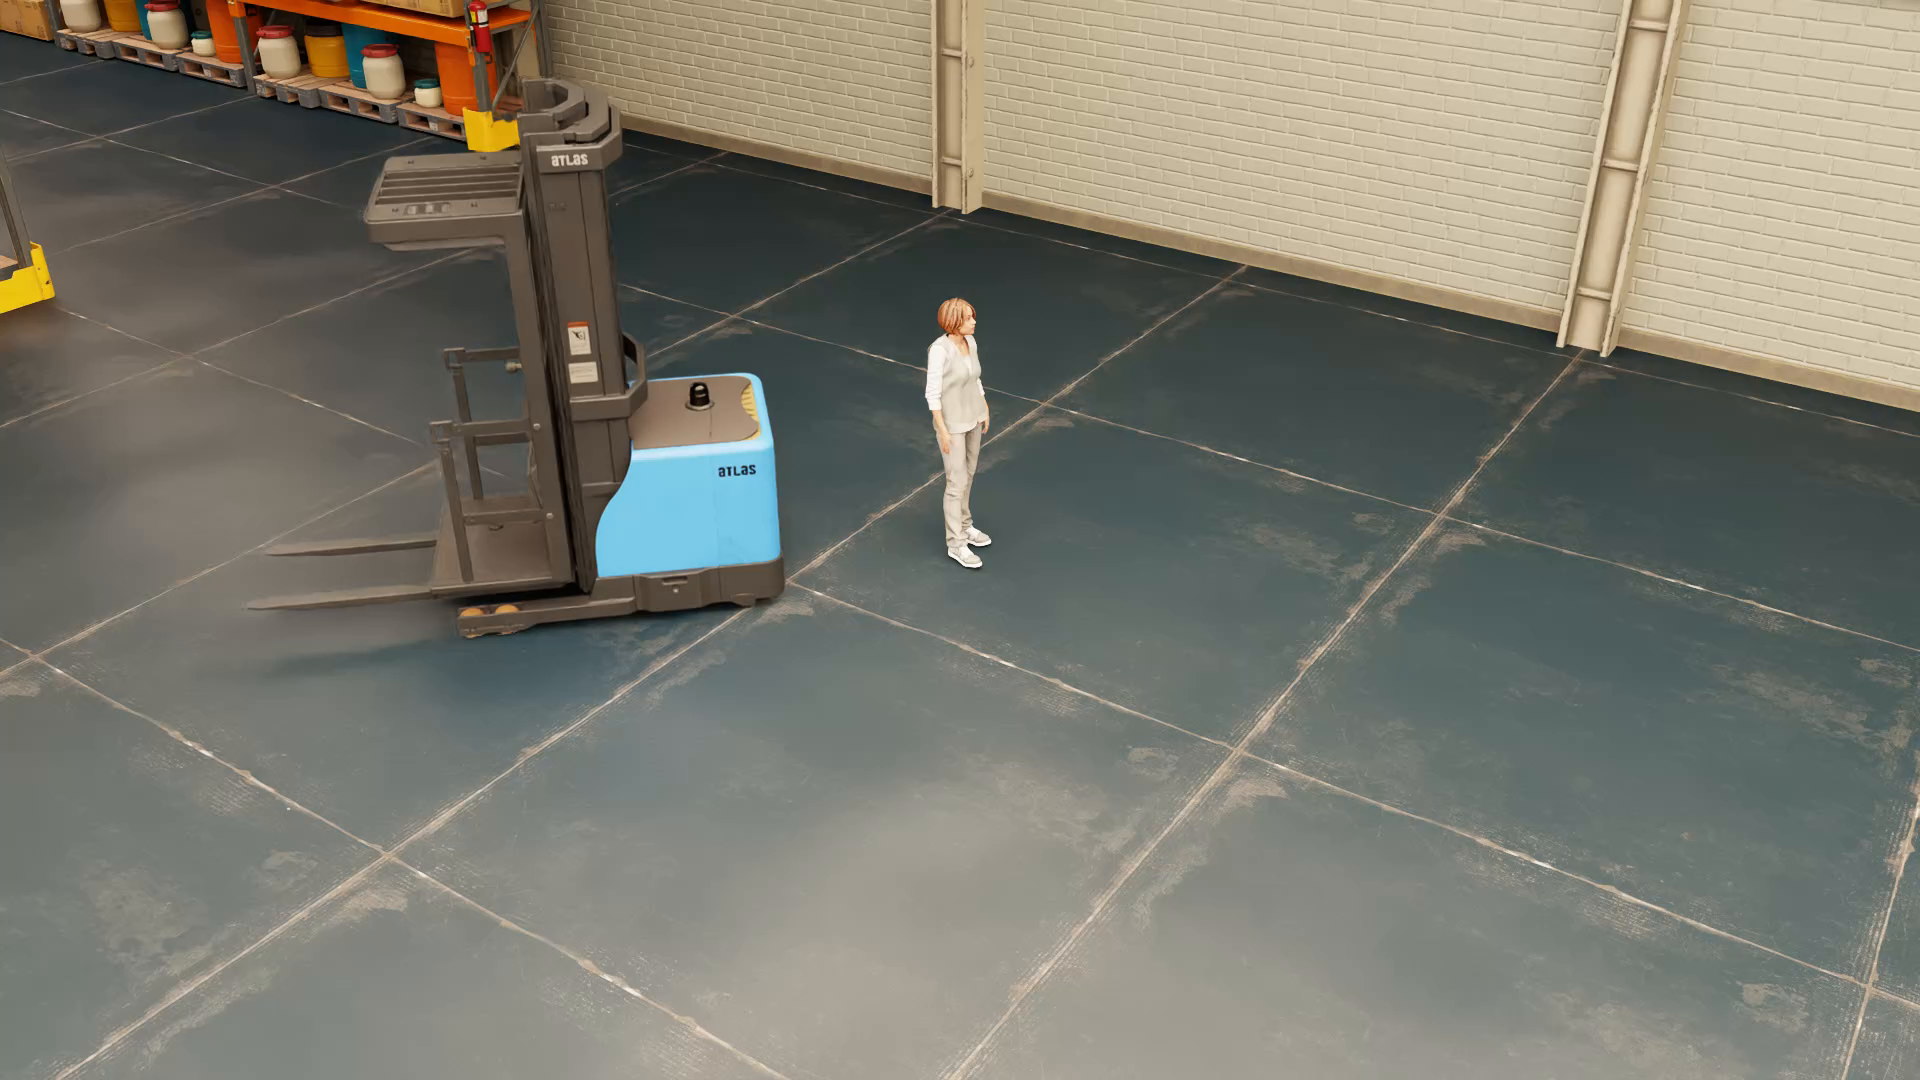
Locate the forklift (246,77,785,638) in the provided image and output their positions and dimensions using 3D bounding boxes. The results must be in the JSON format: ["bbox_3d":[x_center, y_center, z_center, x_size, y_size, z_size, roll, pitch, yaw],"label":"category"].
[{"bbox_3d":[-2.607,-0.995,9.294,3.031,2.935,1.130,-5,31,-9],"label":"forklift"}]

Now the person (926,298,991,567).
[{"bbox_3d":[0.053,-0.670,10.050,0.475,1.596,0.521,19,35,29],"label":"person"}]
